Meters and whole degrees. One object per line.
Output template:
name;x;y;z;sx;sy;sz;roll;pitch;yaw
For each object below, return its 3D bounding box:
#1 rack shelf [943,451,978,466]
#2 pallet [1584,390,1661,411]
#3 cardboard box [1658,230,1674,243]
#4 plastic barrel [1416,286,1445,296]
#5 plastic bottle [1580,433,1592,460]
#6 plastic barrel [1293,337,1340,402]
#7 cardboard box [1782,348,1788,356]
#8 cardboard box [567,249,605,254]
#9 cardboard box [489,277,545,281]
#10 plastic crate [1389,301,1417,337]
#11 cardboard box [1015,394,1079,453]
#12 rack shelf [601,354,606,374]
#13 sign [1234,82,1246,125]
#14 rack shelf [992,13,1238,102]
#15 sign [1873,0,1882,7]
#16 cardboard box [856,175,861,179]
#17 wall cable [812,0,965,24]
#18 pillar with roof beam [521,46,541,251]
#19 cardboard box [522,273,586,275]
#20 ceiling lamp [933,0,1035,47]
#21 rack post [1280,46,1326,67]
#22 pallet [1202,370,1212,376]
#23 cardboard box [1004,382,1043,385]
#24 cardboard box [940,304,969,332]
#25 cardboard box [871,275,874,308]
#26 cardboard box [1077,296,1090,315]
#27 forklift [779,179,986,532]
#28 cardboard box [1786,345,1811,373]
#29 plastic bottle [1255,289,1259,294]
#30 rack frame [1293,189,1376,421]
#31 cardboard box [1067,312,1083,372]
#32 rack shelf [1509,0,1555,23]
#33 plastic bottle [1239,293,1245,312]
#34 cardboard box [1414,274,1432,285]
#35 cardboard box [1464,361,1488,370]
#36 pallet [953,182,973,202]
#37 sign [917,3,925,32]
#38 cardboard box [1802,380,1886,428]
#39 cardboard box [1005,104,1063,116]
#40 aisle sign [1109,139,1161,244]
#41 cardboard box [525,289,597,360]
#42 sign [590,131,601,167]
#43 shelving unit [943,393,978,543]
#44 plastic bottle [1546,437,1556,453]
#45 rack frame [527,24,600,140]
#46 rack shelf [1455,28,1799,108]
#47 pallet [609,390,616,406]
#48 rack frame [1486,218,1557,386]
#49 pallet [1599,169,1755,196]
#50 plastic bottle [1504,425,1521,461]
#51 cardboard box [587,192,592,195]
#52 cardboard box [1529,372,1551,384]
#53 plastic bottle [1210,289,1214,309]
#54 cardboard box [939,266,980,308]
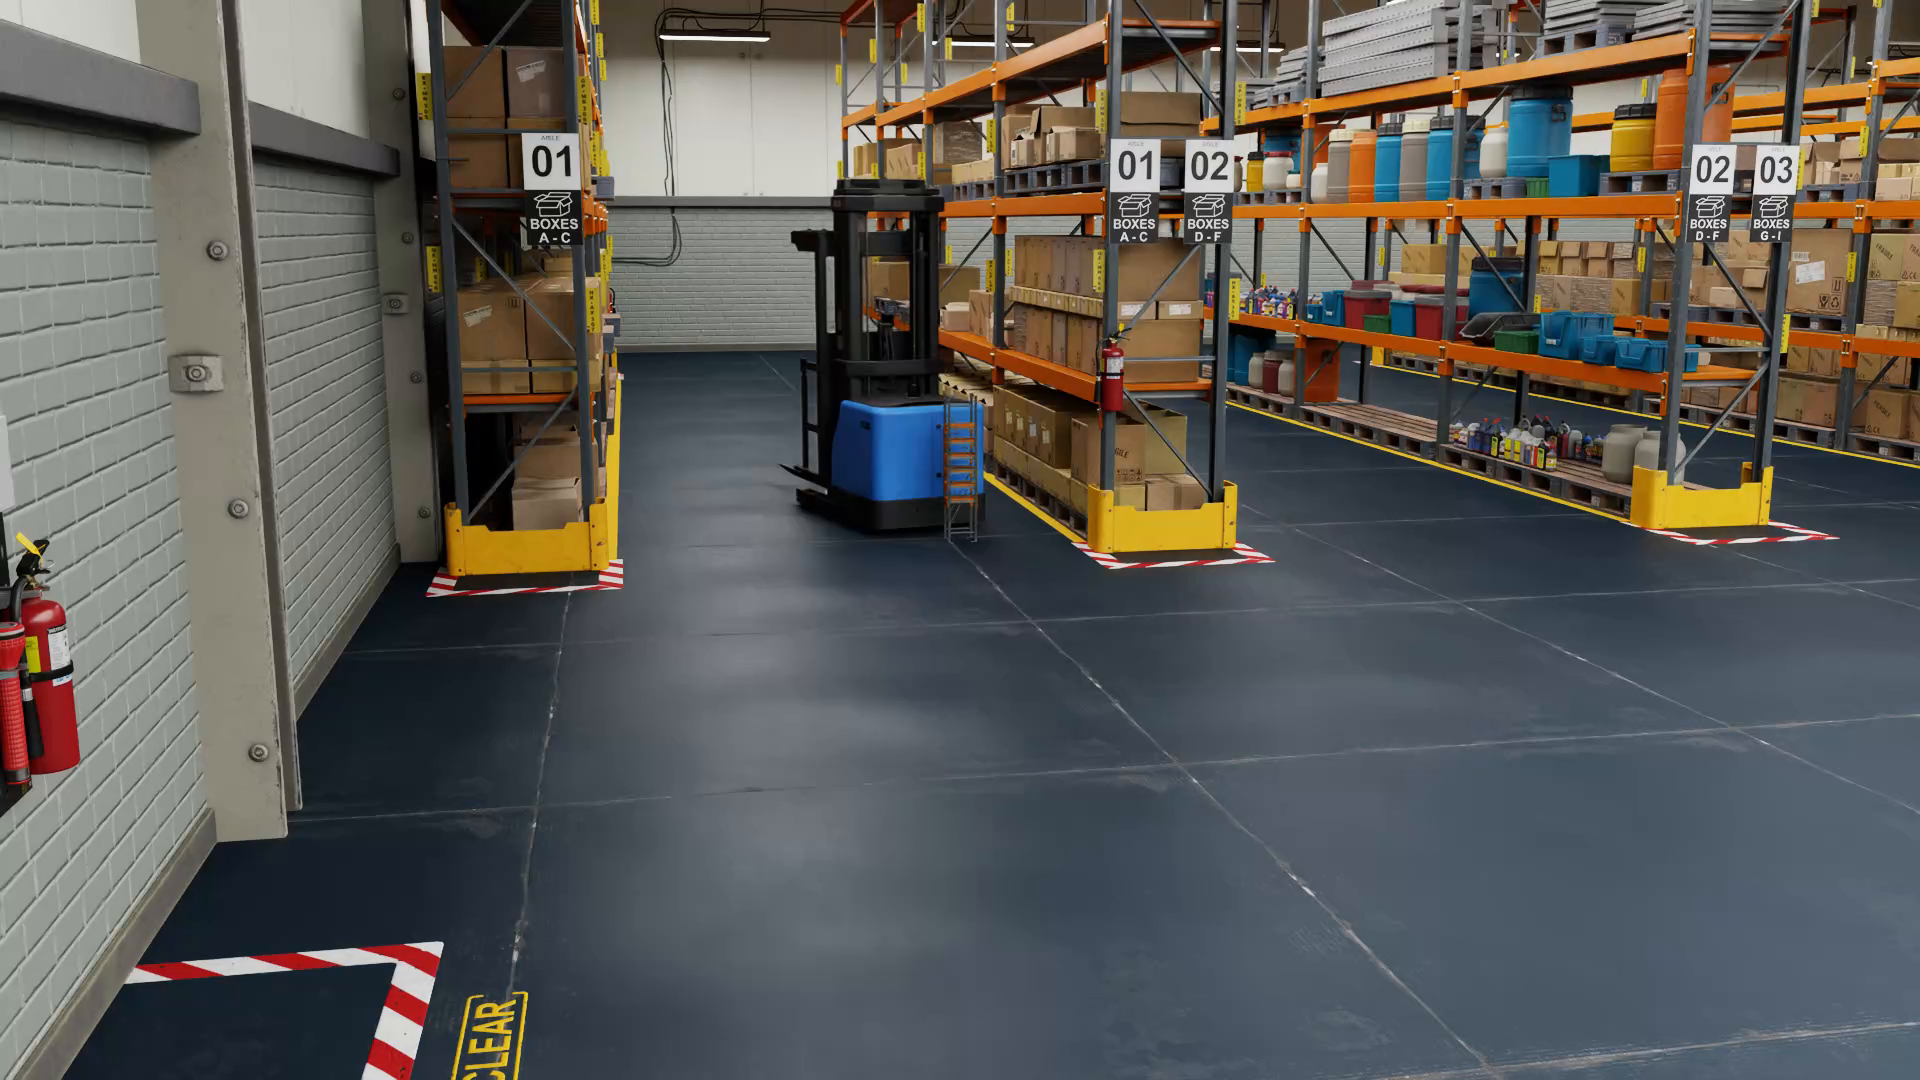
rack shelf;0.003;-0.661;13.556;0.258;0.103;0.180;-2;11;-11
pallet;9.704;-2.030;23.797;1.003;0.211;1.213;-2;11;-11
cardboard box;13.043;-5.384;30.222;0.500;0.500;0.500;-2;11;-9
plastic barrel;5.589;-2.723;19.620;0.433;0.535;0.433;0;11;0
plastic bottle;6.308;-0.943;16.750;0.097;0.271;0.097;0;11;0
plastic barrel;4.813;-2.302;22.448;0.600;0.830;0.708;-2;11;-11
cardboard box;14.133;-3.178;28.077;0.380;0.149;0.250;-2;11;-8
cardboard box;-5.229;-3.943;23.267;0.500;0.250;0.500;-2;11;-10
cardboard box;-4.129;-2.189;15.518;0.500;0.500;0.500;-2;11;-12
plastic crate;5.183;-2.522;18.966;0.392;0.384;0.575;-2;11;-11
cardboard box;0.821;-1.103;15.696;0.500;0.500;0.500;-2;11;-11
rack shelf;-4.404;-1.992;18.063;1.077;0.370;4.000;-2;11;-11
sign;2.167;-3.387;12.895;0.100;0.325;0.005;-2;11;-11
rack shelf;1.232;-4.190;14.635;1.077;0.370;4.000;-2;11;-11
sign;10.018;-5.981;18.133;0.100;0.325;0.005;-2;11;-11
cardboard box;-1.359;-5.627;26.278;0.500;0.250;0.500;-2;11;-11
wall cable;-1.409;-11.578;33.090;3.097;2.526;0.112;-2;11;-11
pillar with roof beam;-3.500;-7.747;30.330;9.100;9.000;0.548;-2;11;-11
cardboard box;-4.428;-2.664;18.225;0.700;0.500;0.500;-2;11;-11
ceiling lamp;0.442;-10.757;30.536;2.000;3.185;0.800;-2;11;-11
rack post;4.677;-6.412;21.939;0.624;0.289;0.986;-2;11;-11
pallet;3.966;-2.570;26.632;1.003;0.211;1.213;-2;11;-11
cardboard box;0.707;-1.657;19.111;0.500;0.311;0.500;-2;11;-9
cardboard box;0.049;-2.678;19.983;0.500;0.311;0.500;-2;11;-12
cardboard box;-1.062;-3.758;25.151;0.500;0.500;0.500;-2;11;-10
cardboard box;1.211;-1.998;14.167;0.380;0.149;0.250;-2;11;-10
forklift;-0.855;-1.744;15.022;1.130;2.935;3.031;-5;12;-24
cardboard box;13.774;-2.981;26.899;0.500;0.500;0.500;-2;11;-9
plastic bottle;4.541;-3.684;25.364;0.152;0.276;0.135;-2;11;-11
rack frame;4.925;-3.072;21.816;1.000;3.000;0.127;-2;11;-11
cardboard box;1.345;-1.748;14.592;0.700;0.500;0.500;-2;11;-11
rack shelf;9.394;-7.846;23.885;1.077;0.370;4.000;-2;11;-11
plastic bottle;4.088;-3.434;24.047;0.152;0.276;0.135;-2;11;-11
cardboard box;8.258;-4.507;28.959;0.500;0.250;0.500;-2;11;-13
cardboard box;8.955;-3.273;27.427;0.875;0.875;0.875;-2;11;-11
pallet;0.505;-3.947;18.896;1.003;0.211;1.213;-2;11;-8
sign;-0.465;-6.316;20.104;0.100;0.325;0.005;-2;11;-11
cardboard box;10.463;-1.620;19.696;0.700;0.500;0.500;-3;11;-15
cardboard box;0.762;-4.248;17.245;0.500;0.500;0.500;-2;11;-10
aisle sign;1.346;-2.680;12.802;0.394;0.787;0.004;-2;11;-11
cardboard box;-3.035;-1.648;12.674;0.500;0.500;0.500;-2;11;-11
sign;-3.484;-3.727;15.851;0.100;0.325;0.005;-2;11;-11
shelving unit;0.003;-0.587;13.570;0.258;1.200;0.189;-2;11;-11
plastic bottle;5.776;-0.859;16.275;0.061;0.283;0.133;-2;11;-11
rack frame;-5.571;-6.393;23.217;1.000;3.000;0.127;-2;11;-11
rack shelf;6.092;-4.369;15.578;1.077;0.370;4.000;-2;11;-11
pallet;-5.347;-1.937;23.309;1.003;0.211;1.213;-2;11;-11
rack frame;9.005;-3.986;26.617;1.000;3.000;0.127;-2;11;-11
pallet;6.416;-3.141;14.660;1.003;0.211;1.213;-2;11;-11
plastic bottle;5.572;-0.978;16.719;0.144;0.351;0.185;-2;11;-11
cardboard box;-3.444;-3.234;14.321;0.500;0.500;0.500;-3;11;-13
cardboard box;9.324;-2.868;25.302;1.225;0.875;0.875;-3;11;-13
plastic bottle;3.826;-3.641;25.118;0.061;0.283;0.133;-2;11;-11
cardboard box;-0.168;-3.260;21.410;0.700;0.500;0.500;-6;12;-30
